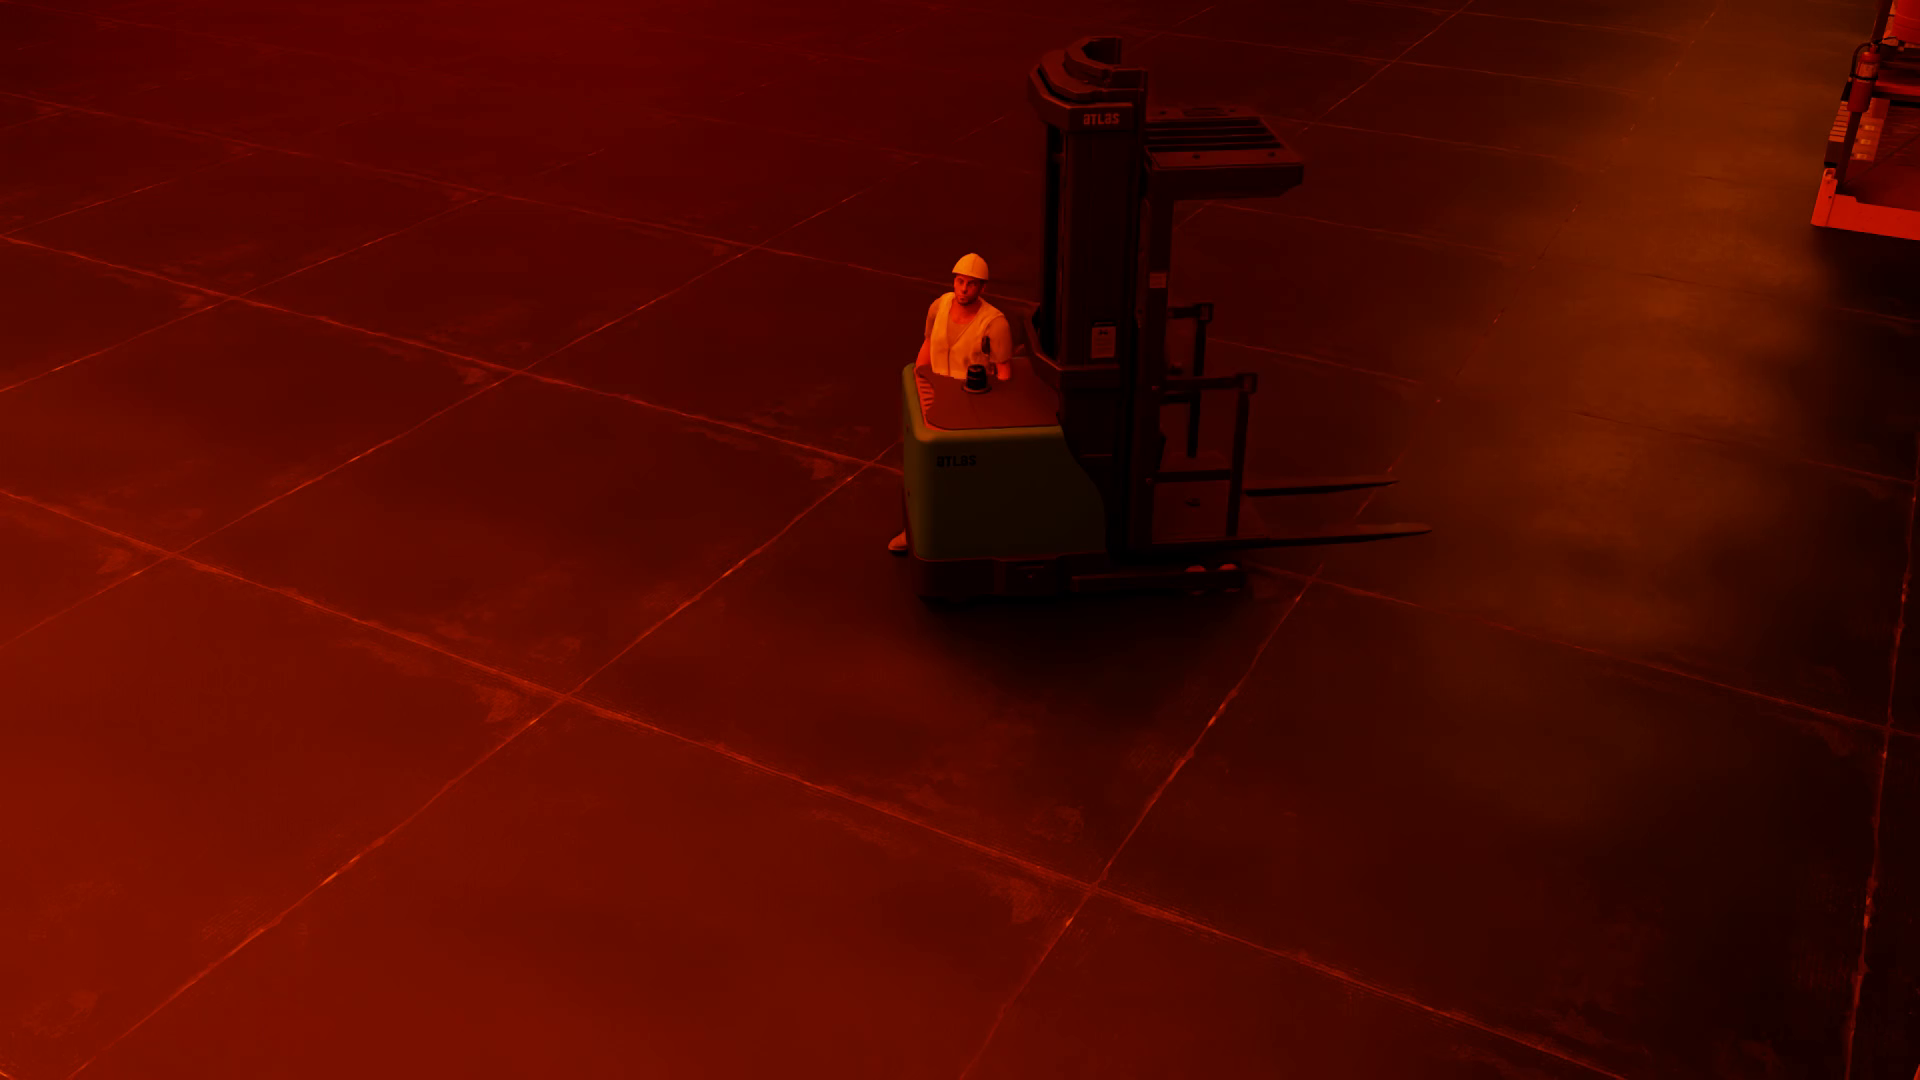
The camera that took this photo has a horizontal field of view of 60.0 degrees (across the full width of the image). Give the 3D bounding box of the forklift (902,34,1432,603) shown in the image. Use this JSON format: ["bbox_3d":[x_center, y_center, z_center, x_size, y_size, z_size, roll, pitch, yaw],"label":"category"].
[{"bbox_3d":[1.205,-1.218,9.181,3.031,2.935,1.130,-3,30,-5],"label":"forklift"}]

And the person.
[{"bbox_3d":[-0.049,-0.750,9.498,0.637,1.786,0.567,15,33,25],"label":"person"}]
